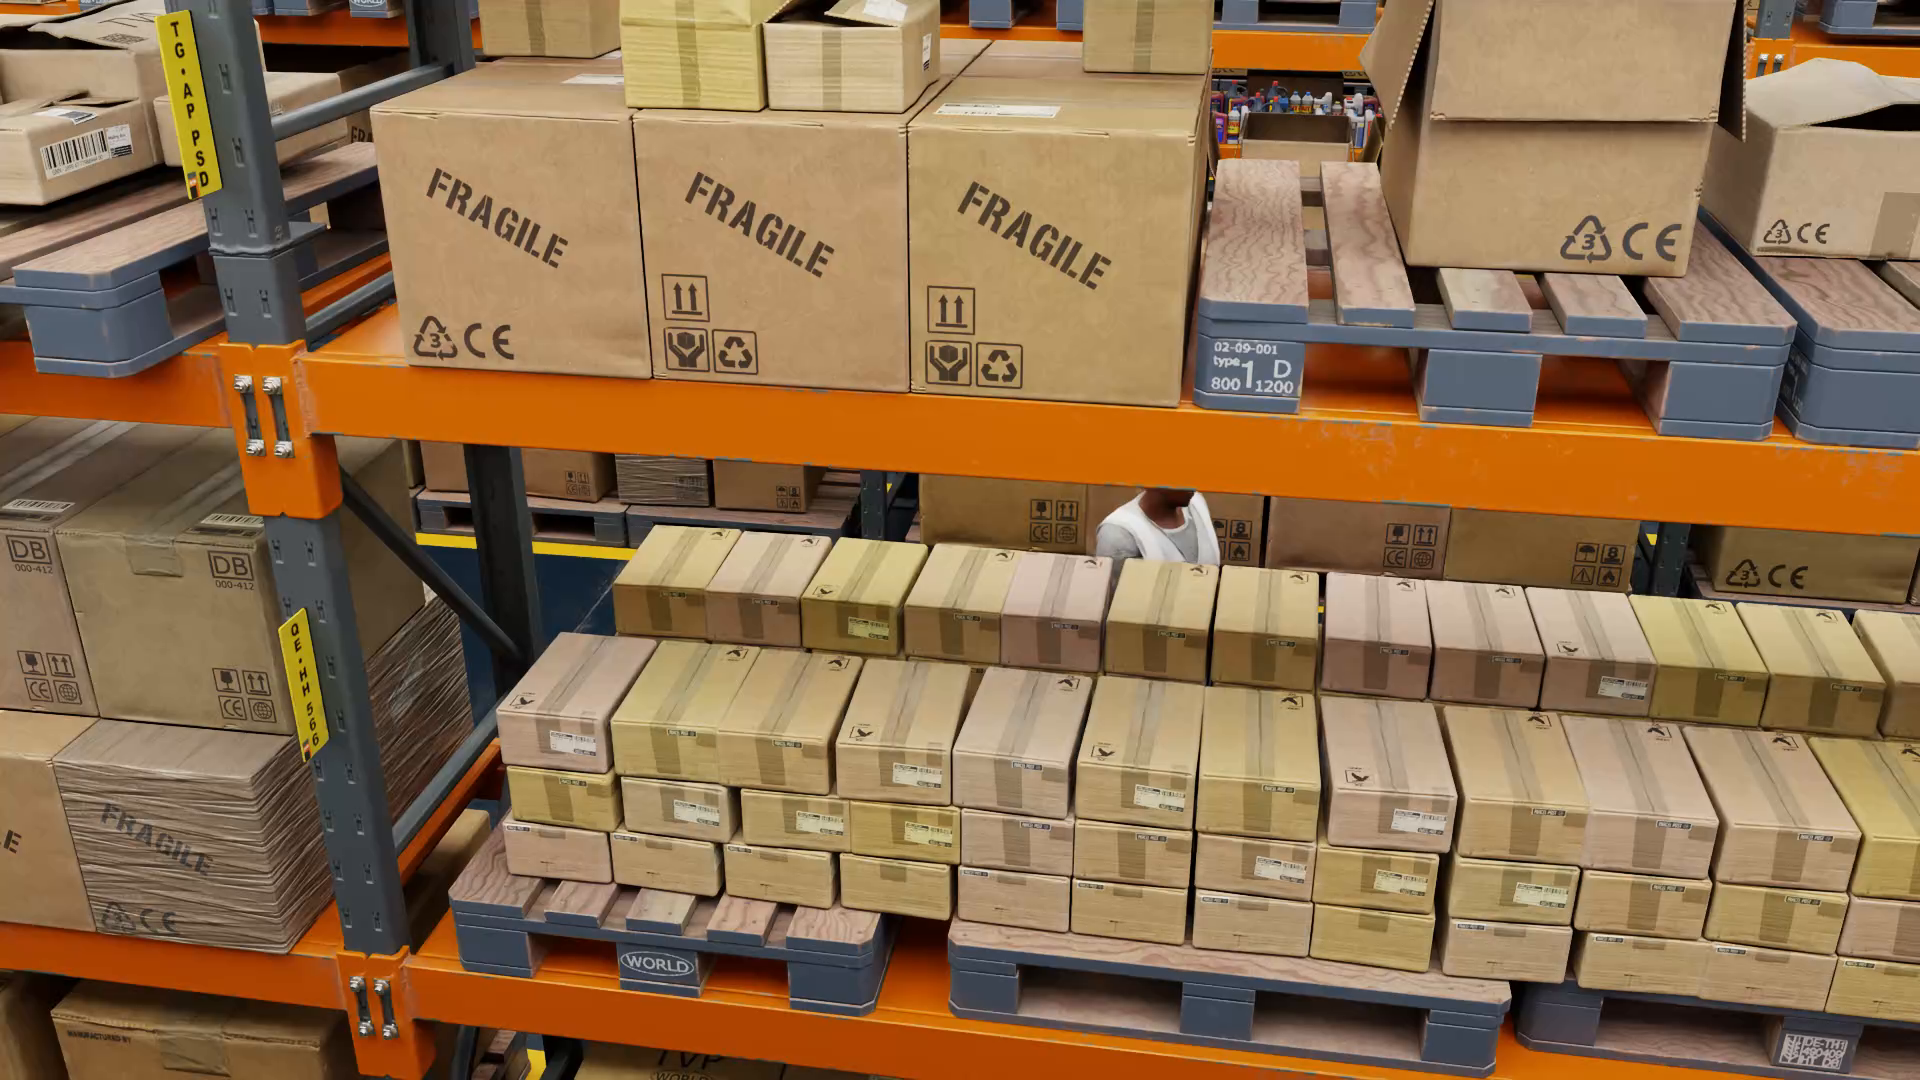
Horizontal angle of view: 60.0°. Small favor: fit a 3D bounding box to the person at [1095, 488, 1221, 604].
[{"bbox_3d":[0.798,0.420,6.210,0.590,1.748,0.993,-21,32,-38],"label":"person"}]
